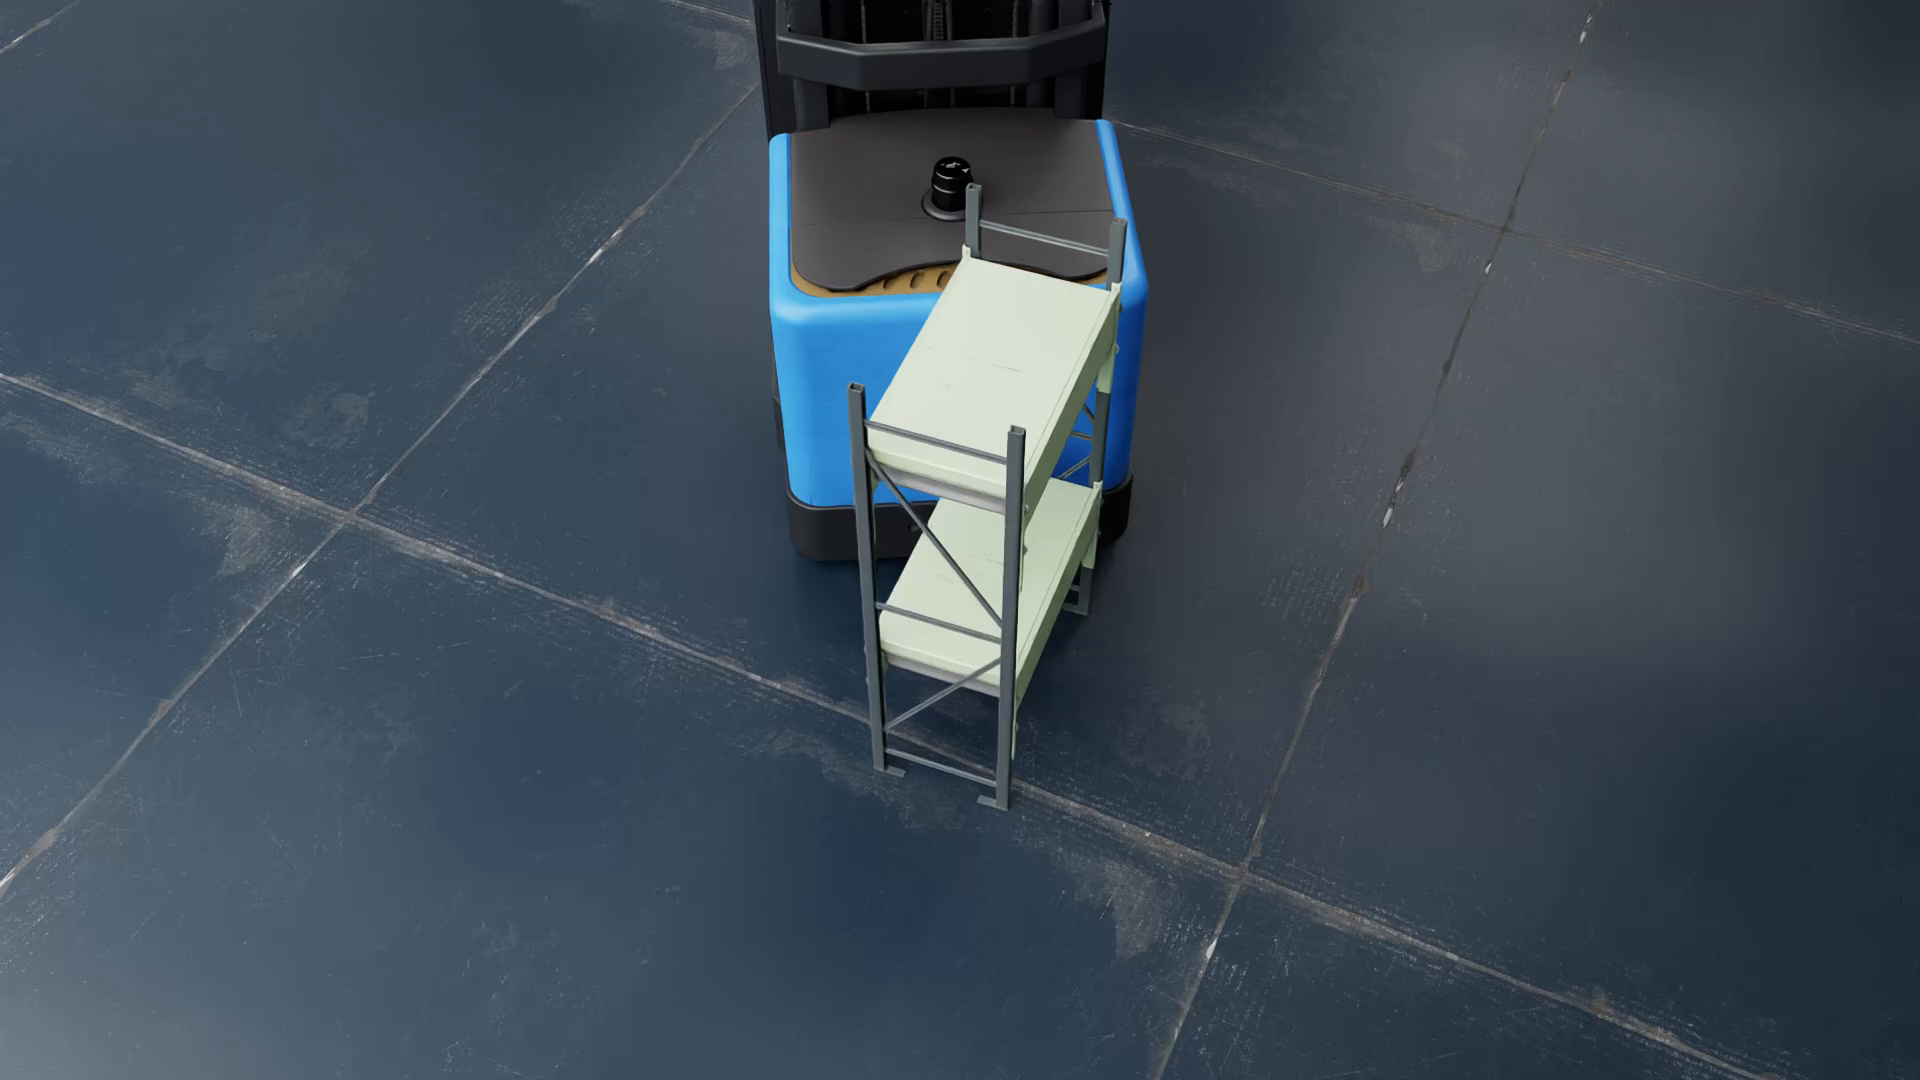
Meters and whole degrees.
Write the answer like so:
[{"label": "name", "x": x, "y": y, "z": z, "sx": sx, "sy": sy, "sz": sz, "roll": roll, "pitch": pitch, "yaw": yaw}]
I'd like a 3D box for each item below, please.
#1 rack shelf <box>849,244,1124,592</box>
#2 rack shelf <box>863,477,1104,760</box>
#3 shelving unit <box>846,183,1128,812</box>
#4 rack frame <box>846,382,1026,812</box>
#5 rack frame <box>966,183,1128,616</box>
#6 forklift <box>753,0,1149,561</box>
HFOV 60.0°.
[{"label": "rack shelf", "x": 0.076, "y": -0.307, "z": 4.014, "sx": 0.431, "sy": 0.370, "sz": 0.720, "roll": 16, "pitch": 51, "yaw": 13}, {"label": "rack shelf", "x": 0.076, "y": 0.157, "z": 4.560, "sx": 0.431, "sy": 0.370, "sz": 0.720, "roll": 16, "pitch": 51, "yaw": 13}, {"label": "shelving unit", "x": 0.076, "y": -0.054, "z": 4.311, "sx": 0.431, "sy": 1.500, "sz": 0.755, "roll": 16, "pitch": 51, "yaw": 13}, {"label": "rack frame", "x": -0.052, "y": 0.207, "z": 4.089, "sx": 0.400, "sy": 1.500, "sz": 0.023, "roll": 16, "pitch": 51, "yaw": 13}, {"label": "rack frame", "x": 0.205, "y": -0.315, "z": 4.533, "sx": 0.400, "sy": 1.500, "sz": 0.023, "roll": 16, "pitch": 51, "yaw": 13}, {"label": "forklift", "x": -0.104, "y": -2.011, "z": 5.037, "sx": 1.130, "sy": 2.935, "sz": 3.031, "roll": -3, "pitch": 50, "yaw": -3}]
